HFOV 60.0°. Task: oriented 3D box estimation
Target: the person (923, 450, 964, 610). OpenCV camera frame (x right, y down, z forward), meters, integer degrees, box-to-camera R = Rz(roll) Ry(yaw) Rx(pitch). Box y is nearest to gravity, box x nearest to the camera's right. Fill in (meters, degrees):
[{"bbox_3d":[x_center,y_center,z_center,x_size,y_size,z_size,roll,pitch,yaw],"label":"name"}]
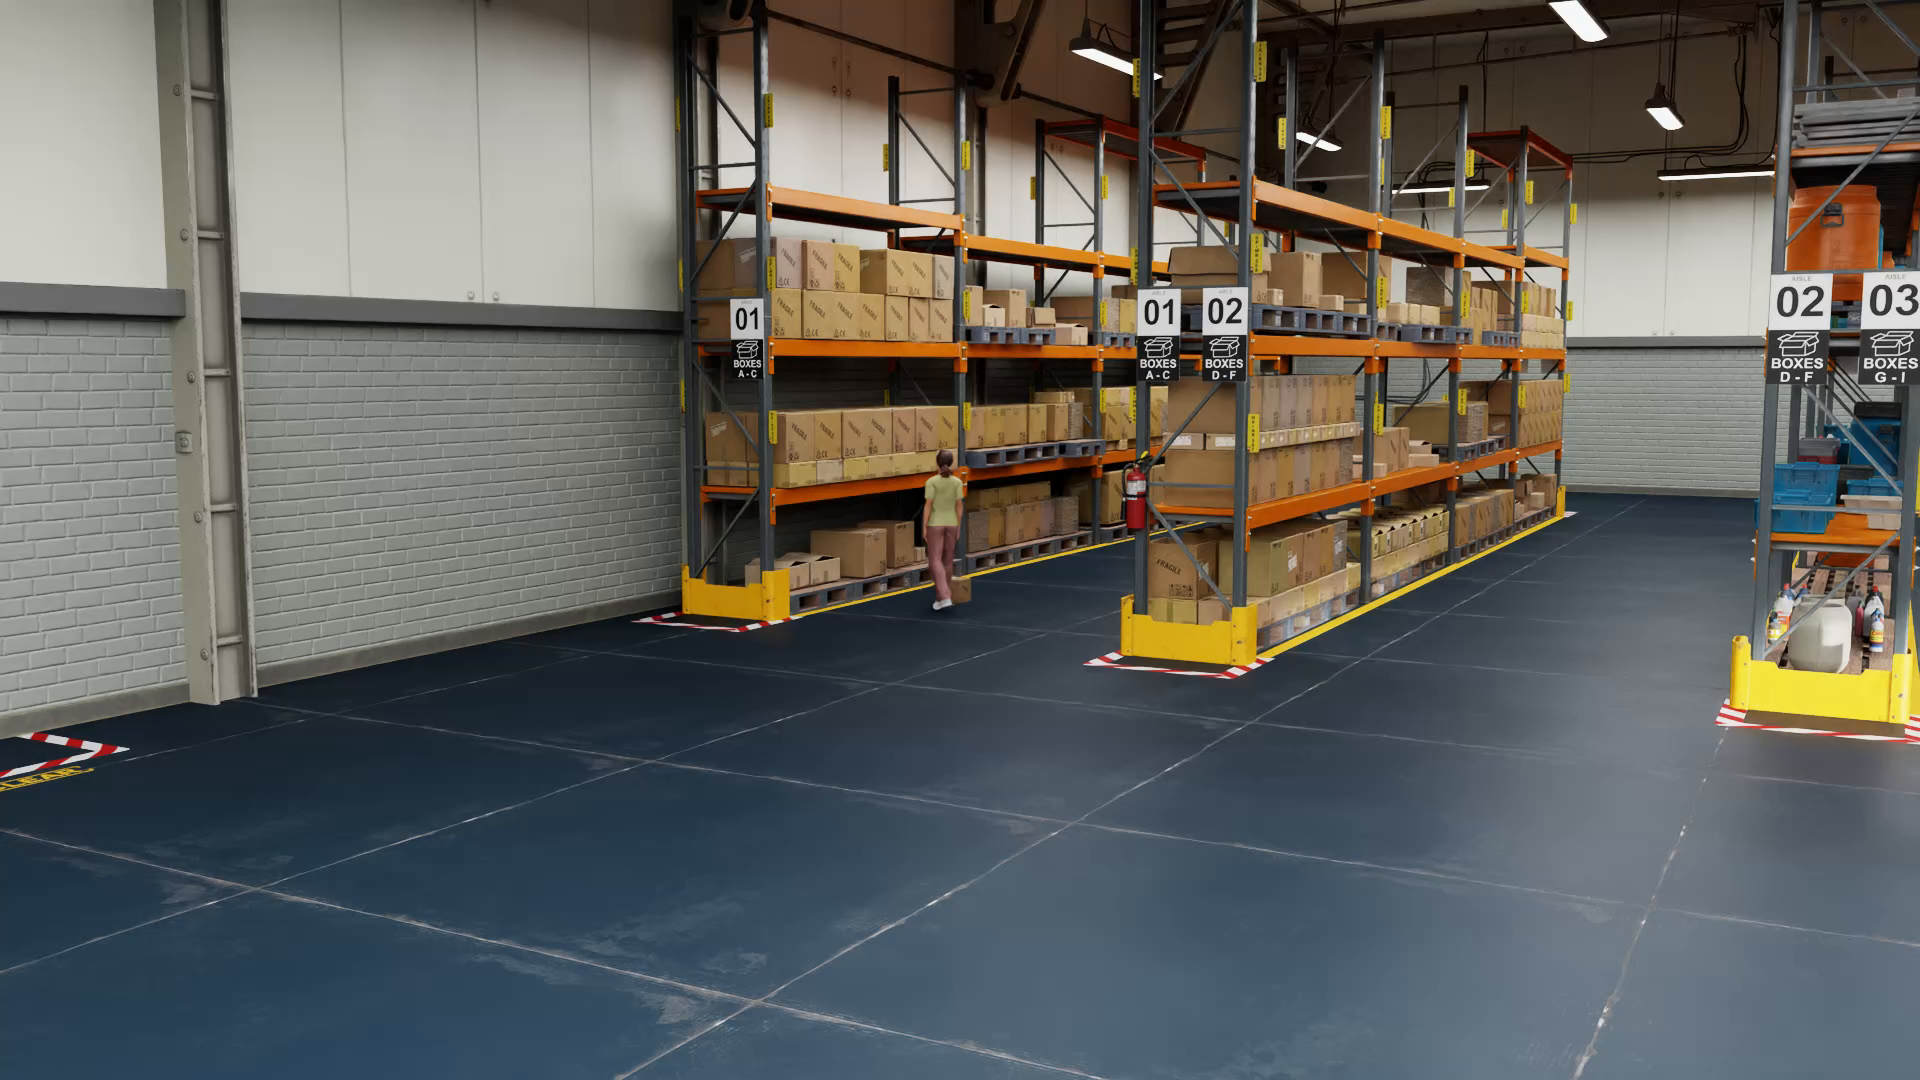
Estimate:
[{"bbox_3d":[-0.190,-0.115,17.354,0.434,1.662,0.680,-2,6,-21],"label":"person"}]
